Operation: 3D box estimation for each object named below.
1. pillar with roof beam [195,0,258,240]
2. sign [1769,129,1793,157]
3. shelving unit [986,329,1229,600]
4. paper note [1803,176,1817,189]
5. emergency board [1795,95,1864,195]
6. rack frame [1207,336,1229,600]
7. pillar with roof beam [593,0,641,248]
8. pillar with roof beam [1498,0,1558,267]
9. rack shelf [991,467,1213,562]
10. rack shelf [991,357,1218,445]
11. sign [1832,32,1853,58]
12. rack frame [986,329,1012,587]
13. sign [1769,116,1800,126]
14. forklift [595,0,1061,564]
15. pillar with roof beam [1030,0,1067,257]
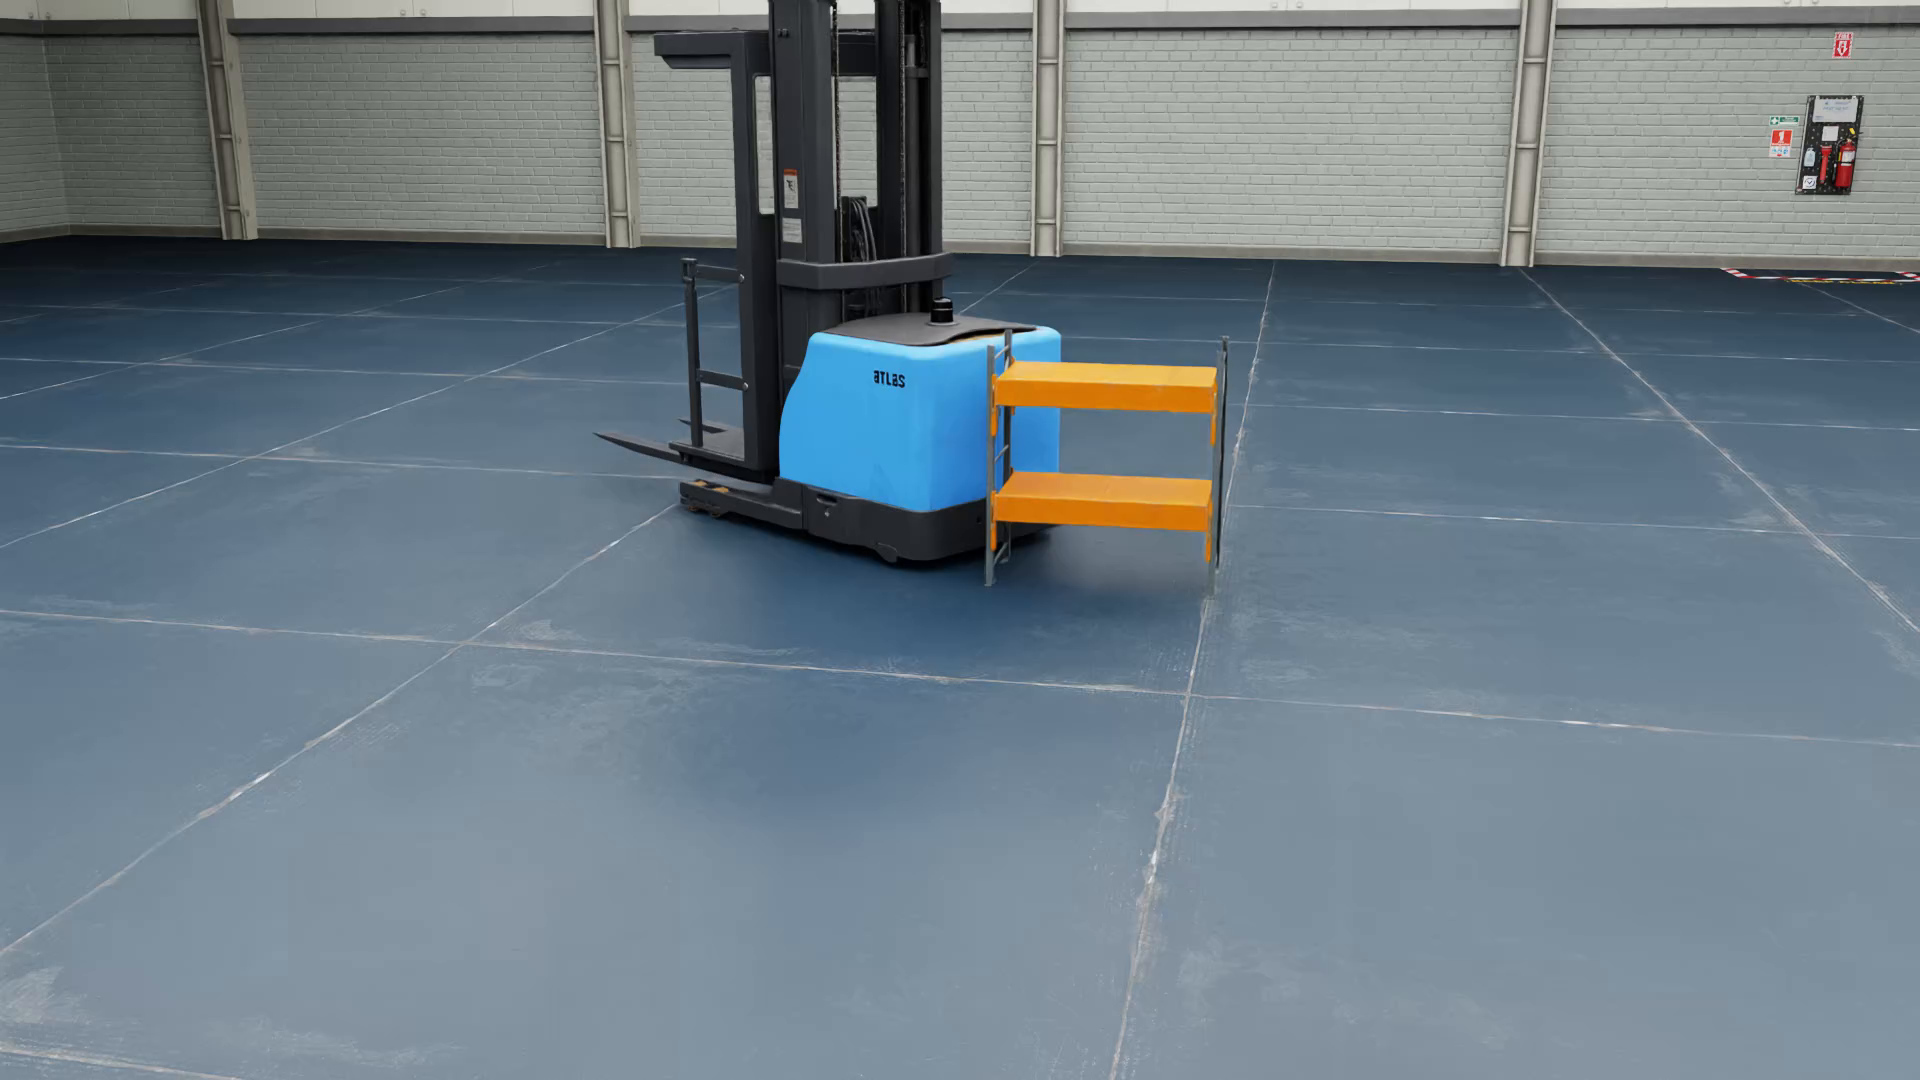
[{"bbox_3d":[-11.459,-7.651,19.254,0.400,9.000,9.100,3,16,11],"label":"pillar with roof beam"},{"bbox_3d":[9.982,-4.824,20.221,0.234,0.329,0.001,3,16,11],"label":"sign"},{"bbox_3d":[0.682,-0.363,7.696,1.048,1.125,0.538,3,16,11],"label":"shelving unit"},{"bbox_3d":[10.343,-4.353,20.239,0.142,0.148,0.016,3,16,11],"label":"paper note"},{"bbox_3d":[10.503,-4.750,20.022,0.643,1.169,0.194,3,16,11],"label":"emergency board"},{"bbox_3d":[1.180,-0.336,7.600,0.032,1.125,0.500,3,16,11],"label":"rack frame"},{"bbox_3d":[-5.580,-7.331,18.102,0.400,9.000,9.100,3,16,11],"label":"pillar with roof beam"},{"bbox_3d":[6.180,-6.693,15.797,0.400,9.000,9.100,3,16,11],"label":"pillar with roof beam"},{"bbox_3d":[0.682,-0.127,7.761,1.000,0.278,0.538,3,16,11],"label":"rack shelf"},{"bbox_3d":[0.682,-0.645,7.618,1.000,0.278,0.538,3,16,11],"label":"rack shelf"},{"bbox_3d":[10.515,-5.894,19.808,0.199,0.298,0.001,3,16,11],"label":"sign"},{"bbox_3d":[0.184,-0.390,7.792,0.032,1.125,0.500,3,16,11],"label":"rack frame"},{"bbox_3d":[9.985,-5.077,20.141,0.331,0.109,0.001,3,16,11],"label":"sign"},{"bbox_3d":[-0.880,-1.617,8.837,3.031,2.935,1.130,15,21,43],"label":"forklift"},{"bbox_3d":[0.300,-7.012,16.949,0.400,9.000,9.100,3,16,11],"label":"pillar with roof beam"}]
